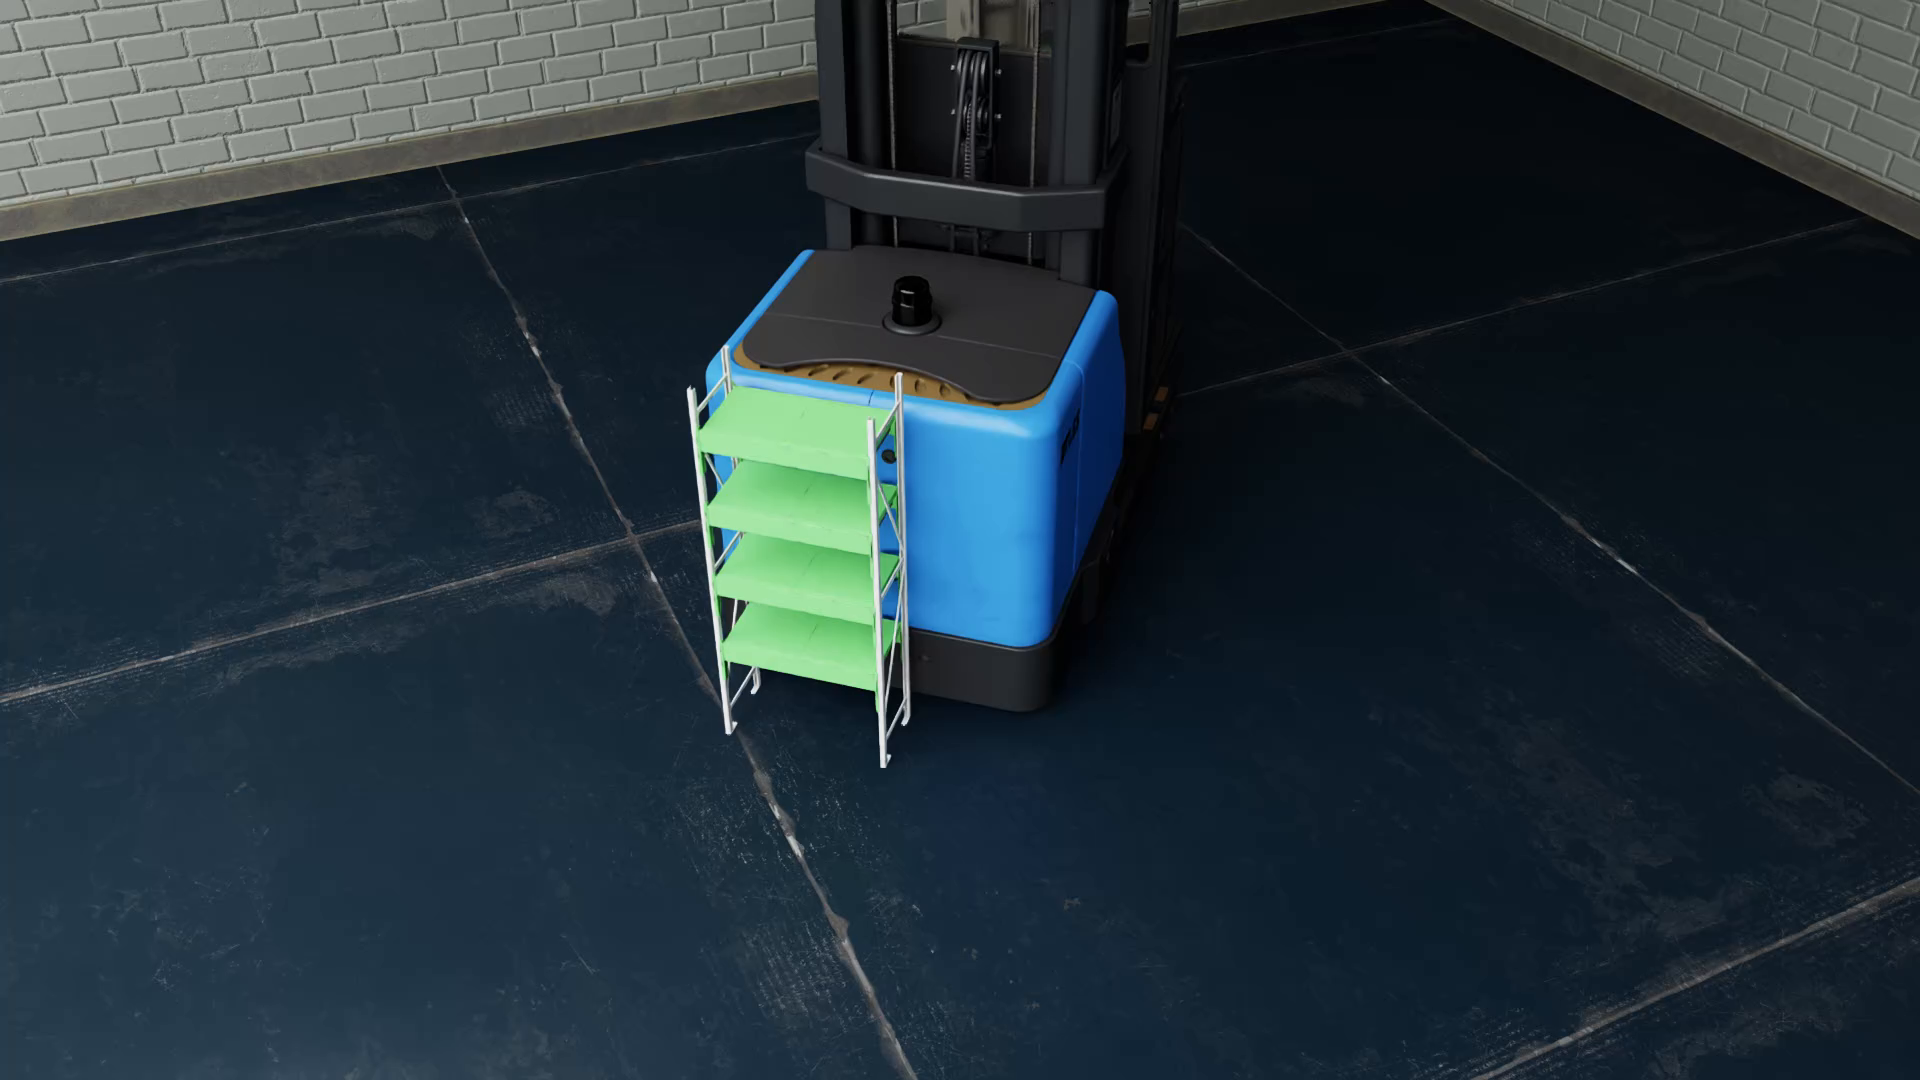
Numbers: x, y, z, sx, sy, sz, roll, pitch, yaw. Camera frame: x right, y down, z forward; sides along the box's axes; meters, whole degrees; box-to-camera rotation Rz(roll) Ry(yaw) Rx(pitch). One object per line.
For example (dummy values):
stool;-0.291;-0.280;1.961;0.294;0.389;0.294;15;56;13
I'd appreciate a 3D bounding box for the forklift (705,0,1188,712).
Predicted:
forklift;0.188;-1.546;5.374;1.130;2.935;3.031;10;38;13

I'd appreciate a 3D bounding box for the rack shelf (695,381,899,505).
rack shelf;-0.424;-0.260;4.395;0.480;0.148;0.258;10;38;13

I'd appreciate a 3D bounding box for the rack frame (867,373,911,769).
rack frame;-0.190;0.116;4.586;0.015;1.200;0.240;10;38;13

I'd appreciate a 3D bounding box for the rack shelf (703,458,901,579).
rack shelf;-0.424;-0.068;4.538;0.480;0.148;0.258;10;38;13

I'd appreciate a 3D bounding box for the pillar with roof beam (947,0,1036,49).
pillar with roof beam;2.000;-3.849;3.385;0.400;9.000;9.100;-16;39;-20

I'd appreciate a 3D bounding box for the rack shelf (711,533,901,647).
rack shelf;-0.424;0.125;4.681;0.480;0.148;0.258;10;38;13

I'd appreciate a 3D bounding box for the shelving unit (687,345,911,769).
shelving unit;-0.424;0.074;4.643;0.503;1.200;0.258;10;38;13

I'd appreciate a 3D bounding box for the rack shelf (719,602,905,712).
rack shelf;-0.424;0.318;4.824;0.480;0.148;0.258;10;38;13

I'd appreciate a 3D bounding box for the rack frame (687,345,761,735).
rack frame;-0.657;0.032;4.700;0.015;1.200;0.240;10;38;13
